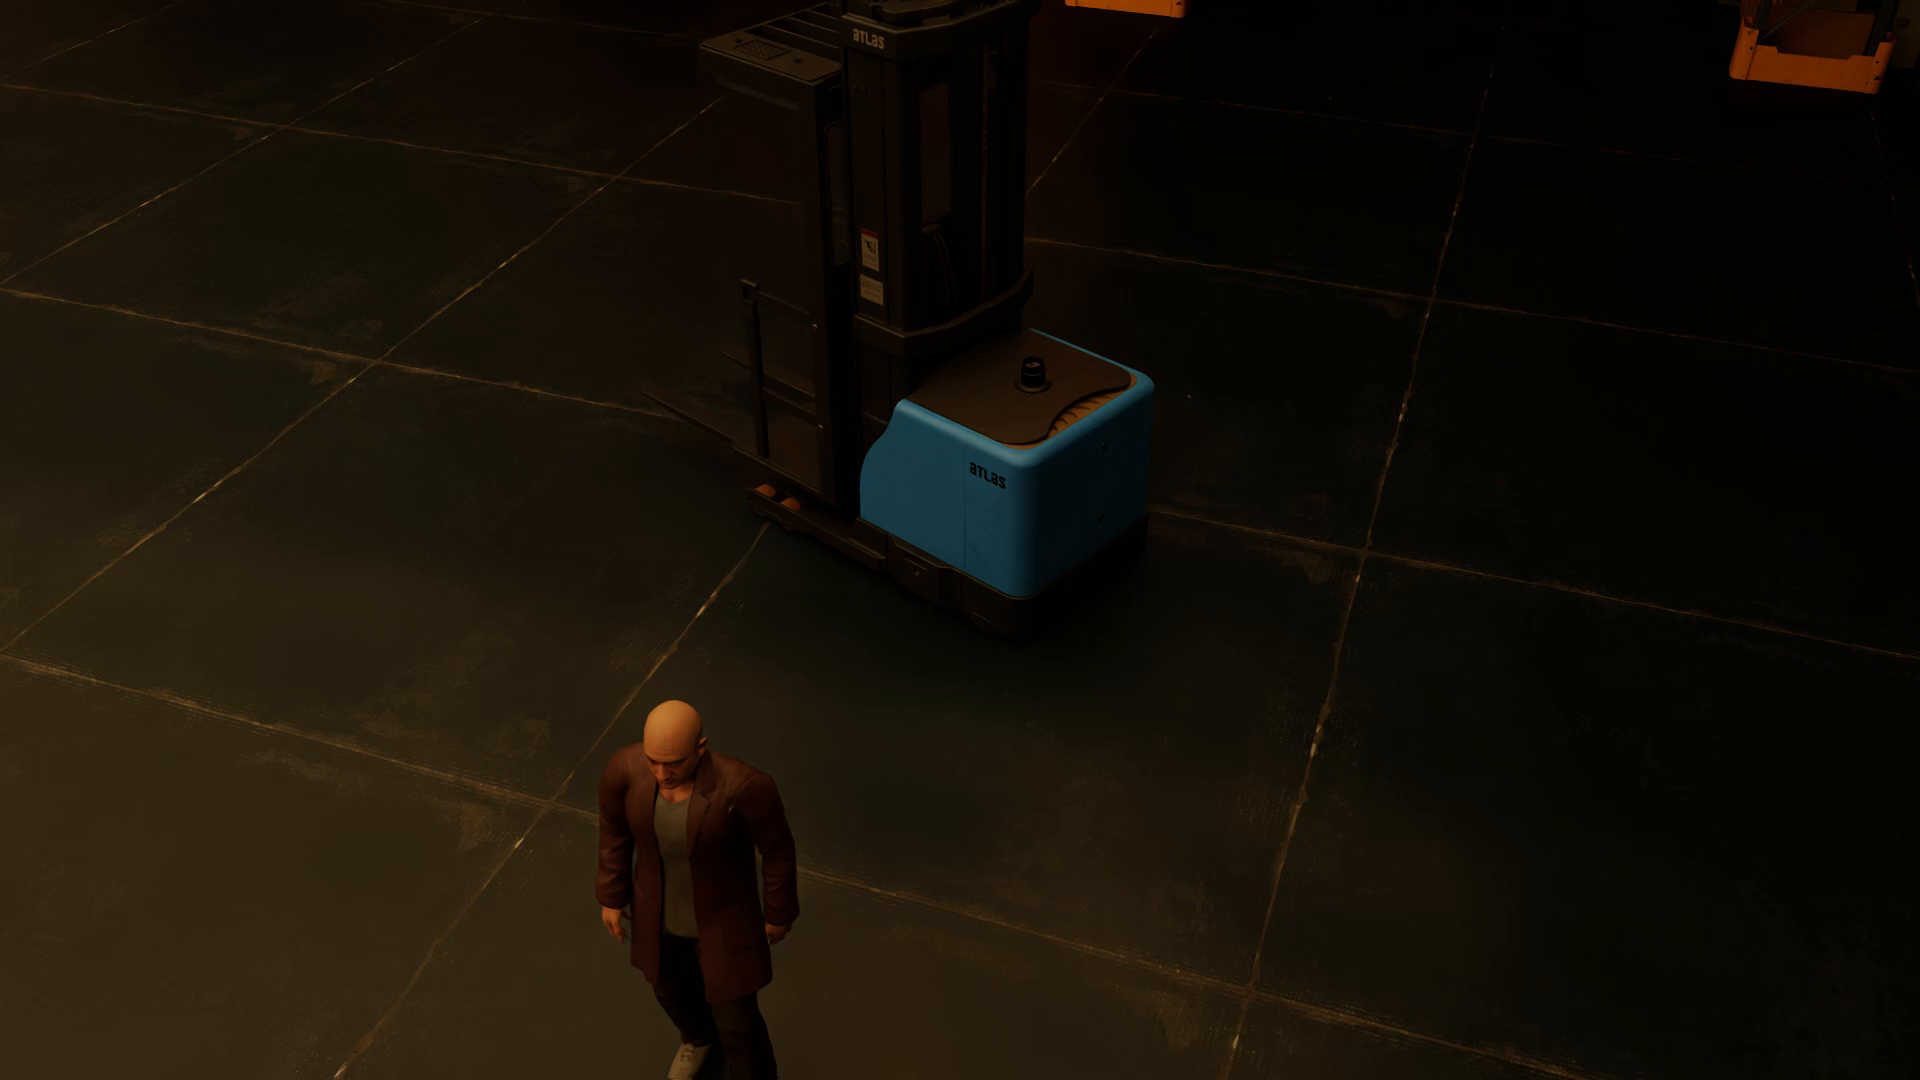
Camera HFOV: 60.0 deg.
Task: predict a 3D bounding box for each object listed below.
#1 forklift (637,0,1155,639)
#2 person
[{"bbox_3d":[-0.493,-1.450,8.156,3.031,2.935,1.130,27,44,33],"label":"forklift"},{"bbox_3d":[-0.869,1.251,5.413,0.671,1.778,0.576,10,36,13],"label":"person"}]
